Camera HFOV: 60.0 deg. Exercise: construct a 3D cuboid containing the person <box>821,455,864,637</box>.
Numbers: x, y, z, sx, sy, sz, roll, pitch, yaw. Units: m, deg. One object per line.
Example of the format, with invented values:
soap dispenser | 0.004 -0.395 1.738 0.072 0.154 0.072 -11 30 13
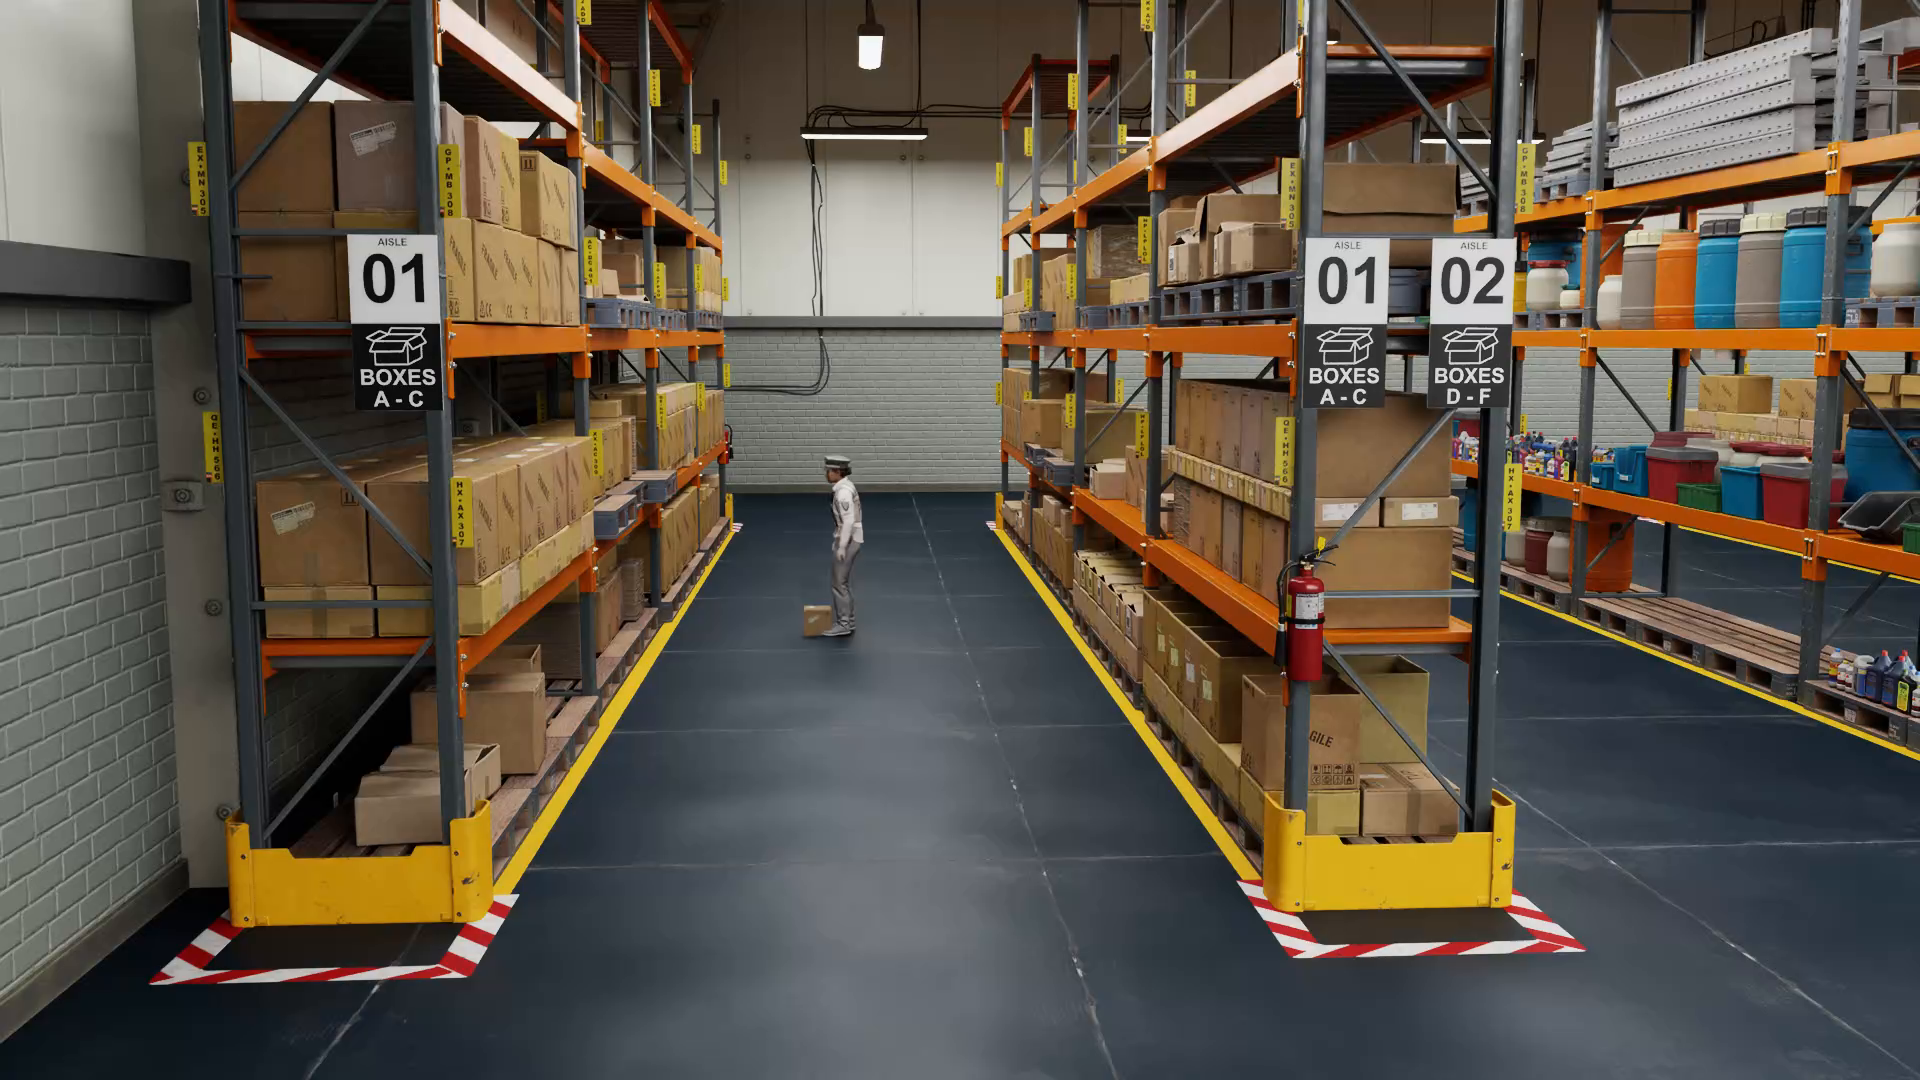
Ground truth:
person | -1.097 0.048 15.350 0.413 1.662 0.524 -1 7 -6
